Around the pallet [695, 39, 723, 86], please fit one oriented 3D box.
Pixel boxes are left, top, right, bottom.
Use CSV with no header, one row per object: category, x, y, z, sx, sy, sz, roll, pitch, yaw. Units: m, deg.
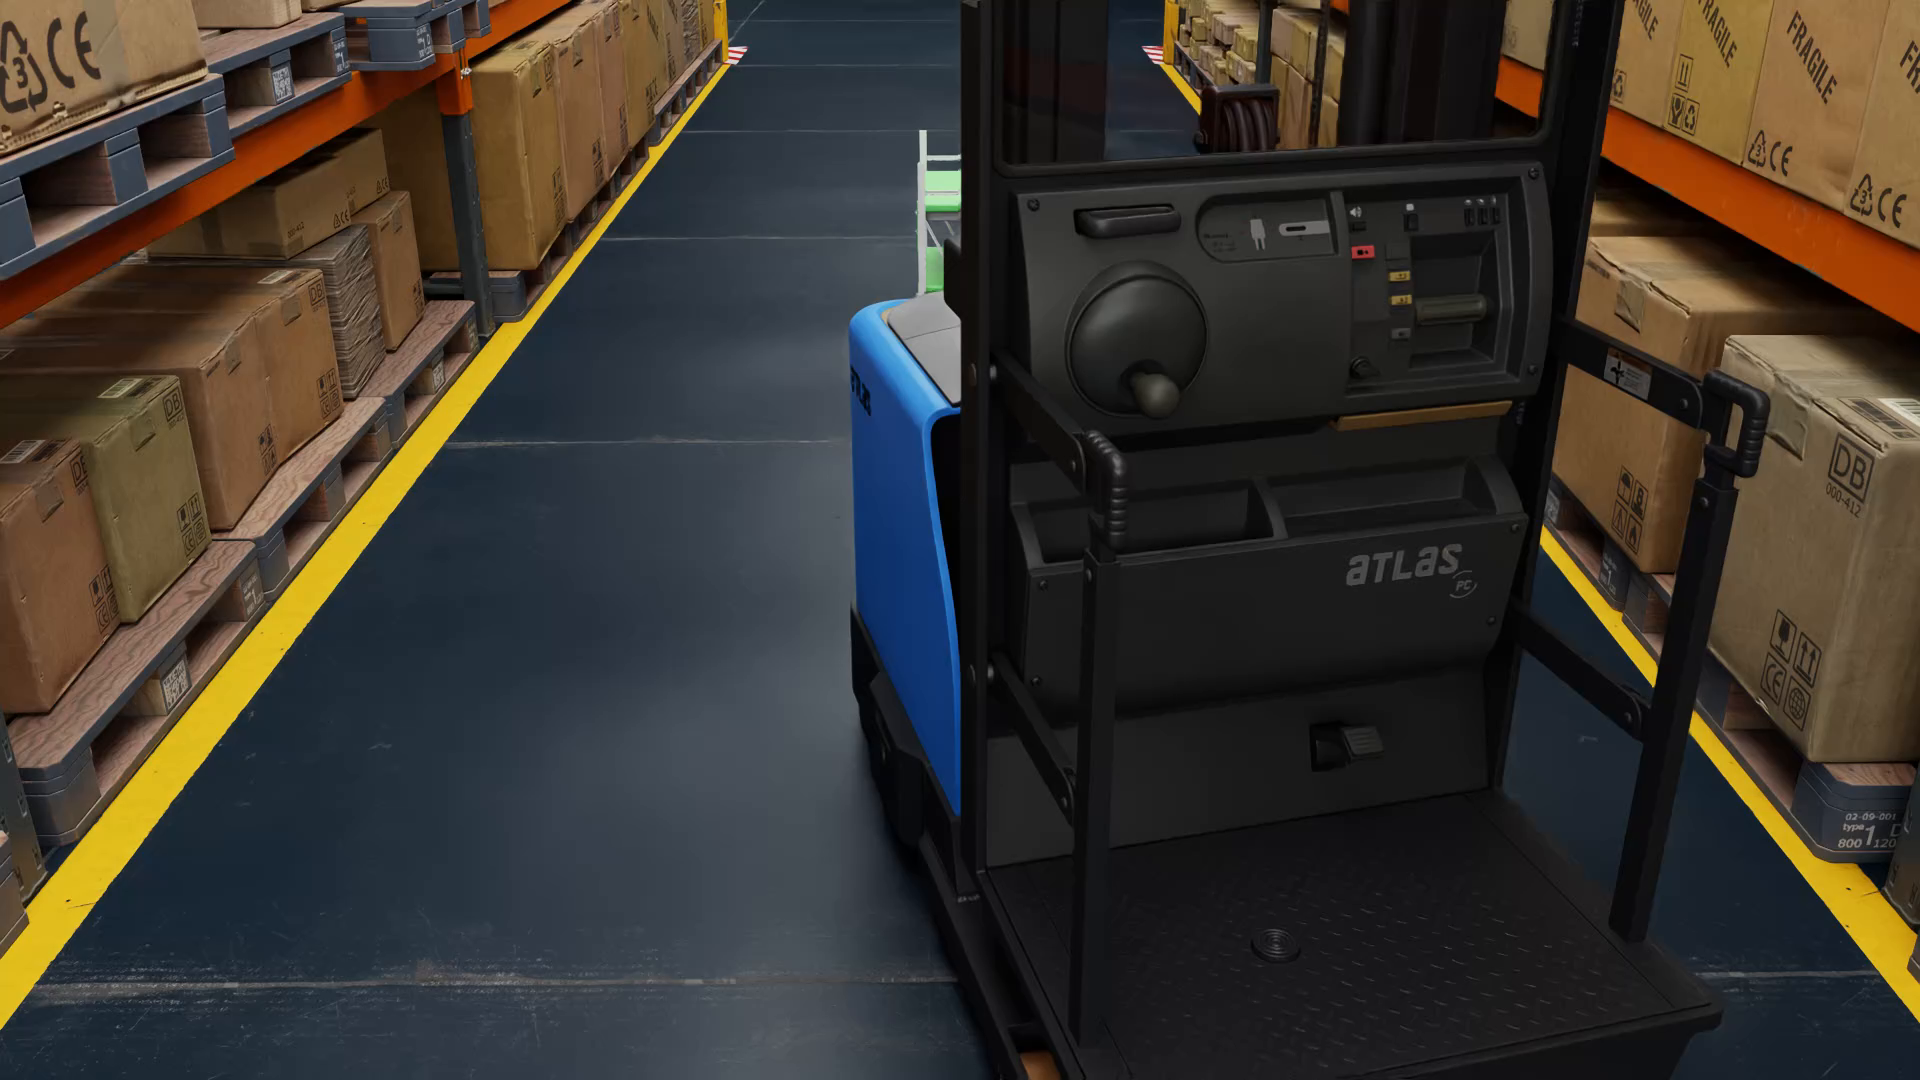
pallet,-2.527,-3.948,13.723,1.003,0.211,1.213,0,24,-1

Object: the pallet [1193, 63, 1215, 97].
pallet,2.331,-3.390,12.490,1.003,0.211,1.213,0,24,-1

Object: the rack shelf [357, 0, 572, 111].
rack shelf,-2.549,-2.748,8.558,1.077,0.370,4.000,0,24,-1

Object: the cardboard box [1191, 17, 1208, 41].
cardboard box,2.028,-4.020,13.086,0.380,0.149,0.250,0,24,1

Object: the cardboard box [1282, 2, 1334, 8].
cardboard box,2.679,-4.048,12.787,0.380,0.149,0.250,1,24,1

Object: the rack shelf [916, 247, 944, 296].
rack shelf,-0.002,-0.775,5.081,0.258,0.148,0.480,0,24,-1

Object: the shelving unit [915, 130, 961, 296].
shelving unit,-0.002,-0.615,5.154,0.258,1.200,0.503,0,24,-1

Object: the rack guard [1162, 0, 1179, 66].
rack guard,2.347,-4.358,14.280,1.175,0.500,0.348,0,24,-1

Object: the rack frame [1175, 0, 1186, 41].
rack frame,2.346,-5.528,13.834,1.000,3.000,0.127,0,24,-1

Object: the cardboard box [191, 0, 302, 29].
cardboard box,-2.239,-1.696,5.012,0.396,0.266,0.258,-1,24,-2

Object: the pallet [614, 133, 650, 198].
pallet,-2.487,-2.311,10.105,1.003,0.211,1.213,0,24,-1

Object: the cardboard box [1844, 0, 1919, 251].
cardboard box,2.204,-0.843,3.353,0.500,0.500,0.500,0,24,-1

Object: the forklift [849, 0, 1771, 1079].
forklift,0.603,-0.379,2.532,1.130,2.935,3.031,-6,25,-14

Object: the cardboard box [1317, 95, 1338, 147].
cardboard box,2.141,-1.986,8.525,0.500,0.500,0.500,-1,24,-3

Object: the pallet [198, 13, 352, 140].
pallet,-2.464,-1.348,4.824,1.003,0.211,1.213,0,24,-1

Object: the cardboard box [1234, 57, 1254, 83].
cardboard box,2.053,-3.148,11.159,0.380,0.149,0.250,-1,24,-3

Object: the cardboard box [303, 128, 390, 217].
cardboard box,-2.490,-1.379,6.248,0.500,0.250,0.500,1,24,2

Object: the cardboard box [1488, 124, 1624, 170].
cardboard box,2.350,-1.147,6.366,1.050,0.750,0.750,-1,24,-1

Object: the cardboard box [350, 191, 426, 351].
cardboard box,-2.500,-1.037,6.402,0.700,0.500,0.500,-2,24,-3

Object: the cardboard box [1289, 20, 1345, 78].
cardboard box,2.142,-2.749,9.302,0.500,0.250,0.500,0,24,1

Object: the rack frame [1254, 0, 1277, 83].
rack frame,2.390,-3.880,10.189,1.000,3.000,0.127,0,24,-1

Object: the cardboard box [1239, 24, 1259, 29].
cardboard box,2.149,-3.504,11.586,0.380,0.149,0.250,1,24,1

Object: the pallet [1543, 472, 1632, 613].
pallet,2.377,-0.135,5.292,1.003,0.211,1.213,0,24,-1

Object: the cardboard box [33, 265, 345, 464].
cardboard box,-2.468,-0.575,5.380,0.700,0.500,0.500,2,24,4

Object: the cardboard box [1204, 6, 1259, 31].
cardboard box,2.047,-3.932,12.532,0.380,0.149,0.250,0,24,0

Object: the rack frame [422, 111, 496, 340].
rack frame,-2.527,-2.251,6.588,1.000,3.000,0.127,0,24,-1

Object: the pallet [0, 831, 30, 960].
pallet,-2.441,0.944,2.907,1.003,0.211,1.213,0,24,-1

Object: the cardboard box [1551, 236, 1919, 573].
cardboard box,2.374,-0.403,4.721,1.050,0.750,0.750,0,24,-1

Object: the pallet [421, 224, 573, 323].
pallet,-2.460,-1.306,7.881,1.003,0.211,1.213,0,24,-1

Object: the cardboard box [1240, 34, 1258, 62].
cardboard box,2.084,-3.294,11.122,0.380,0.149,0.250,0,24,0

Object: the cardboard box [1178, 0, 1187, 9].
cardboard box,2.013,-4.475,13.731,0.380,0.149,0.250,-1,24,-3

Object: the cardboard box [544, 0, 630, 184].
cardboard box,-2.533,-2.491,9.186,1.225,0.875,0.875,-1,24,-2

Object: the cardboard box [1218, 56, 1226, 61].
cardboard box,2.098,-3.467,12.226,0.380,0.149,0.250,0,24,0

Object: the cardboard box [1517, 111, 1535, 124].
cardboard box,2.668,-1.911,7.450,0.500,0.250,0.500,-1,24,-3

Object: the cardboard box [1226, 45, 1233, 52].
cardboard box,2.106,-3.467,11.865,0.380,0.149,0.250,0,24,1

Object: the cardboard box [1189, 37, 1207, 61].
cardboard box,2.020,-3.888,13.156,0.380,0.149,0.250,0,24,0

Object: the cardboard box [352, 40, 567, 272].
cardboard box,-2.514,-1.759,7.568,1.225,0.875,0.875,-1,24,-3

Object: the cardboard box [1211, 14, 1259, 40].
cardboard box,2.038,-3.726,12.077,0.380,0.149,0.250,-1,24,-2

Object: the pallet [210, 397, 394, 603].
pallet,-2.510,-0.157,5.342,1.003,0.211,1.213,0,24,-1

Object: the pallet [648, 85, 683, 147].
pallet,-2.501,-2.943,11.500,1.003,0.211,1.213,0,24,-1

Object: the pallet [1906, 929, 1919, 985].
pallet,2.408,1.001,2.782,1.003,0.211,1.213,0,24,-1

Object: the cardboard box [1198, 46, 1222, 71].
cardboard box,2.033,-3.680,12.697,0.380,0.149,0.250,-1,24,-3

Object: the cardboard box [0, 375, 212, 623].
cardboard box,-2.455,-0.114,4.362,0.700,0.500,0.500,0,24,-1

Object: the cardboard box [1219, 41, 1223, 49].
cardboard box,2.170,-3.799,12.599,0.380,0.149,0.250,1,24,2

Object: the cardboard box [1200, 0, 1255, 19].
cardboard box,2.096,-4.155,13.025,0.380,0.149,0.250,-1,24,-3

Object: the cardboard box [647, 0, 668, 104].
cardboard box,-2.498,-3.395,11.186,0.875,0.875,0.875,0,24,-1

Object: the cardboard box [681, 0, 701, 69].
cardboard box,-2.517,-4.133,12.816,0.875,0.875,0.875,0,24,-1

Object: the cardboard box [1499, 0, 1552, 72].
cardboard box,2.177,-1.882,5.649,0.500,0.500,0.500,0,24,-1

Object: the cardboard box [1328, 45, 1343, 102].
cardboard box,2.158,-2.324,8.363,0.500,0.250,0.500,0,24,1

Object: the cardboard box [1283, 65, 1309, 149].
cardboard box,2.140,-2.409,9.460,0.500,0.500,0.500,1,24,2

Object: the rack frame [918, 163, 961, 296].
rack frame,0.001,-0.514,4.931,0.240,1.200,0.015,0,24,-1

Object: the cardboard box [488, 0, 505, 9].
cardboard box,-2.260,-2.498,7.013,0.500,0.500,0.500,0,24,1

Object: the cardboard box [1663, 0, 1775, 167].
cardboard box,2.193,-1.260,4.274,0.500,0.500,0.500,0,24,0

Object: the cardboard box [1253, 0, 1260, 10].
cardboard box,2.551,-4.371,13.503,0.380,0.149,0.250,0,24,0

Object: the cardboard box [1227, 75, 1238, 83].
cardboard box,2.059,-3.149,11.522,0.380,0.149,0.250,-1,24,-2

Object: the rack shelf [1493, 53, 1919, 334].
rack shelf,2.456,-1.080,4.871,1.077,0.370,4.000,0,24,-1
